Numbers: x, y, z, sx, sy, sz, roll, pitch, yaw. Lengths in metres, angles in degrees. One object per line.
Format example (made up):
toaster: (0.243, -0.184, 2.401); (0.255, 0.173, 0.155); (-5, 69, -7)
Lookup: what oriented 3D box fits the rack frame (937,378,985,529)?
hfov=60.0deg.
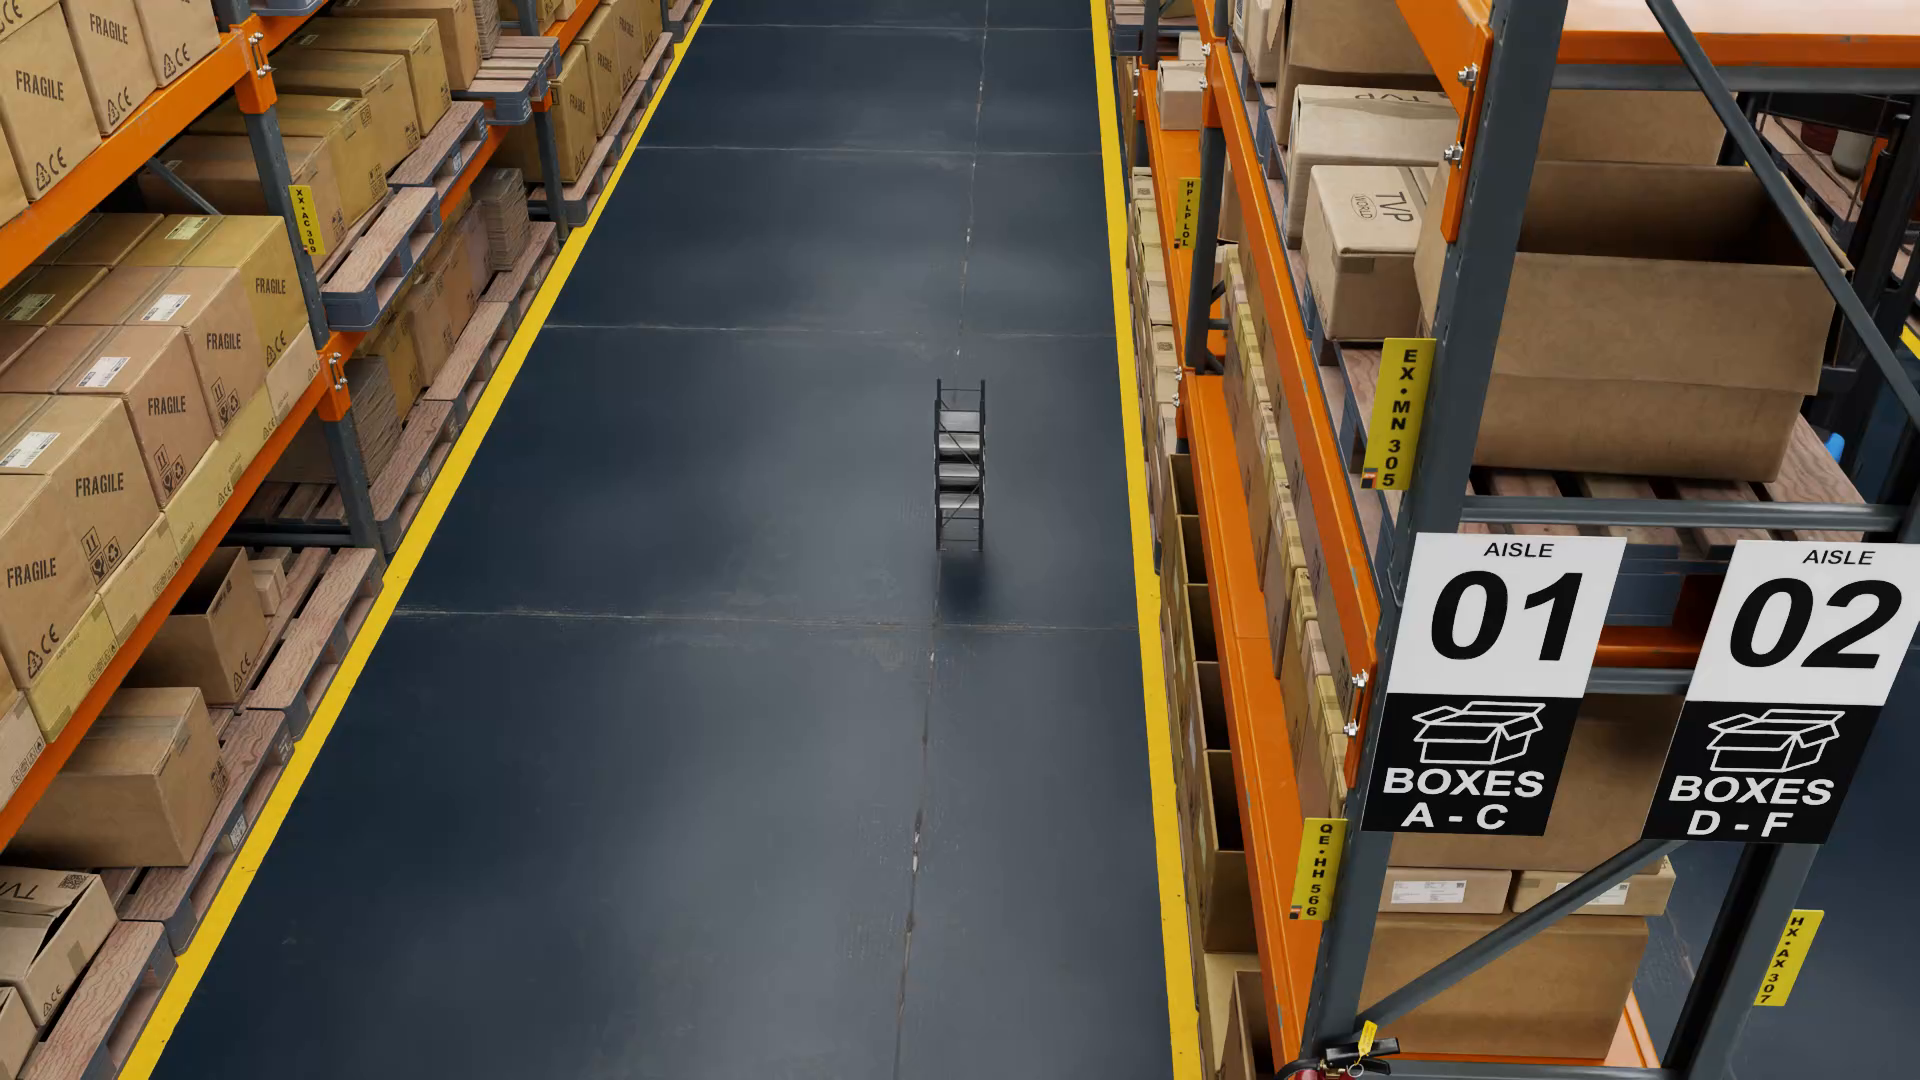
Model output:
rack frame: (0.004, -0.431, 8.527); (0.240, 0.900, 0.006); (1, 35, 2)

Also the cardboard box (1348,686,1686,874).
cardboard box: (1.395, 0.476, 4.194); (0.700, 0.500, 0.500); (1, 35, 2)

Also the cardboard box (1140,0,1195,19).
cardboard box: (1.596, -3.827, 11.080); (0.700, 0.500, 0.500); (-10, 36, -14)

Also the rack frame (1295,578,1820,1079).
rack frame: (1.362, 1.346, 4.171); (1.000, 3.000, 0.127); (1, 35, 2)

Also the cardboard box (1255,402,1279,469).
cardboard box: (1.270, -0.368, 5.959); (0.380, 0.149, 0.250); (0, 35, 1)

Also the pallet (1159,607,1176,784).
pallet: (1.449, 0.645, 7.594); (1.003, 0.211, 1.213); (1, 35, 2)

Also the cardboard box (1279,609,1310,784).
cardboard box: (1.435, 0.451, 5.359); (0.700, 0.500, 0.500); (2, 35, 2)

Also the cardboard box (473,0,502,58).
cardboard box: (-3.276, -3.313, 10.331); (0.700, 0.500, 0.500); (-3, 35, -4)

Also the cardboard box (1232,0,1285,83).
cardboard box: (1.217, -1.778, 5.599); (0.500, 0.311, 0.500); (0, 35, -1)

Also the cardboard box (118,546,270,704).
cardboard box: (-3.429, 0.376, 7.343); (0.500, 0.500, 0.500); (-1, 35, -2)

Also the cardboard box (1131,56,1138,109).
cardboard box: (1.484, -3.289, 11.906); (0.500, 0.250, 0.500); (3, 35, 4)

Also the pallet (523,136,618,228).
pallet: (-3.160, -2.672, 12.315); (1.003, 0.211, 1.213); (1, 35, 2)

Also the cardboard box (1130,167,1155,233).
cardboard box: (1.369, -2.232, 10.801); (0.500, 0.311, 0.500); (2, 35, 3)

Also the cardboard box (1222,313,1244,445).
cardboard box: (1.511, -0.738, 7.050); (0.700, 0.500, 0.500); (0, 35, 1)

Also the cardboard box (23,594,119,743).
cardboard box: (-3.218, 0.423, 5.598); (0.500, 0.250, 0.500); (1, 35, 1)

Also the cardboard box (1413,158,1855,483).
cardboard box: (1.389, -0.482, 3.588); (0.797, 0.503, 0.637); (4, 35, 5)

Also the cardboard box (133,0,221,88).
cardboard box: (-3.201, -2.043, 6.281); (0.500, 0.500, 0.500); (2, 35, 3)

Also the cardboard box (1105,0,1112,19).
cardboard box: (1.583, -5.039, 15.049); (0.500, 0.500, 0.500); (1, 35, 2)

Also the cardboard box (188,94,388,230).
cardboard box: (-3.343, -1.897, 8.317); (0.700, 0.500, 0.500); (5, 35, 7)

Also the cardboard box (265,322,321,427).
cardboard box: (-3.144, -0.732, 7.241); (0.500, 0.250, 0.500); (1, 35, 2)

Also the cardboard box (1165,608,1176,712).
cardboard box: (1.176, 0.548, 7.333); (0.500, 0.250, 0.500); (1, 35, 2)

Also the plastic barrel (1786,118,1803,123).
plastic barrel: (6.614, -3.544, 12.928); (0.421, 0.512, 0.421); (0, 35, 0)

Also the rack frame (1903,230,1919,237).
rack frame: (6.632, -3.133, 10.545); (1.000, 3.000, 0.127); (1, 35, 2)

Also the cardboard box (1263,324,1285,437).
cardboard box: (1.471, -0.690, 5.854); (0.700, 0.500, 0.500); (1, 35, 2)

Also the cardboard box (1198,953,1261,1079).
cardboard box: (1.096, 1.697, 5.698); (0.500, 0.250, 0.500); (1, 35, 2)

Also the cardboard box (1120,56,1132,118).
cardboard box: (1.522, -3.549, 12.928); (0.500, 0.500, 0.500); (0, 35, 0)

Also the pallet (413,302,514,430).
pallet: (-3.351, -1.073, 10.039); (1.003, 0.211, 1.213); (1, 35, 2)

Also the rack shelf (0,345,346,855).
rack shelf: (-3.508, 0.379, 6.173); (1.077, 0.370, 4.000); (1, 35, 2)

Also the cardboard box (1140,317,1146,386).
cardboard box: (1.314, -1.120, 9.707); (0.500, 0.250, 0.500); (2, 35, 3)

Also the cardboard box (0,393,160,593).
cardboard box: (-3.203, -0.164, 5.781); (0.500, 0.500, 0.500); (2, 35, 3)

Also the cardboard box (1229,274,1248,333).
cardboard box: (1.308, -0.964, 6.807); (0.380, 0.149, 0.250); (2, 35, 3)

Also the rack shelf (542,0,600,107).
rack shelf: (-3.186, -4.217, 12.713); (1.077, 0.370, 4.000); (1, 35, 2)

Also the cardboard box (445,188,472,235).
cardboard box: (-3.329, -2.085, 10.193); (0.500, 0.250, 0.500); (2, 35, 3)

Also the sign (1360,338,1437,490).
sign: (0.820, -0.231, 3.106); (0.100, 0.325, 0.005); (1, 35, 2)

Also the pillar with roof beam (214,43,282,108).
pillar with roof beam: (0.118, -4.990, 7.970); (9.100, 9.000, 0.400); (1, 35, 2)

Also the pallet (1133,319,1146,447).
pallet: (1.559, -0.938, 9.847); (1.003, 0.211, 1.213); (1, 35, 2)

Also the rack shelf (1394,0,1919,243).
rack shelf: (1.442, -1.799, 4.403); (1.077, 0.370, 4.000); (1, 35, 2)

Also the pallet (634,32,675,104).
pallet: (-3.062, -4.074, 14.309); (1.003, 0.211, 1.213); (1, 35, 2)

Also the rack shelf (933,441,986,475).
rack shelf: (0.000, -0.419, 8.411); (0.258, 0.077, 0.200); (1, 35, 2)

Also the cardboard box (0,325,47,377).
cardboard box: (-3.705, -0.469, 6.215); (0.500, 0.500, 0.500); (2, 35, 3)

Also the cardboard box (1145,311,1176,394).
cardboard box: (1.289, -1.053, 9.124); (0.500, 0.311, 0.500); (1, 35, 2)

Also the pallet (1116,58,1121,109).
pallet: (1.849, -3.939, 14.117); (1.003, 0.211, 1.213); (1, 35, 2)

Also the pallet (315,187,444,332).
pallet: (-3.251, -1.421, 8.276); (1.003, 0.211, 1.213); (1, 35, 2)

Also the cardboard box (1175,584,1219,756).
cardboard box: (1.151, 0.528, 6.709); (0.500, 0.500, 0.500); (1, 35, 2)

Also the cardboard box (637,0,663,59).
cardboard box: (-3.002, -4.576, 14.103); (0.750, 0.750, 0.750); (2, 35, 2)

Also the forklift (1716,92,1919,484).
forklift: (4.006, -1.294, 7.988); (1.130, 2.935, 3.031); (23, 41, 29)

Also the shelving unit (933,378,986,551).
shelving unit: (0.000, -0.373, 8.444); (0.258, 0.900, 0.210); (1, 35, 2)

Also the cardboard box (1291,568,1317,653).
cardboard box: (1.228, 0.223, 5.118); (0.380, 0.149, 0.250); (2, 35, 3)

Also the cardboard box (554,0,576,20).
cardboard box: (-2.908, -3.747, 11.619); (0.380, 0.149, 0.250); (2, 35, 3)

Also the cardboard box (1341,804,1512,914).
cardboard box: (1.187, 0.816, 4.275); (0.380, 0.149, 0.250); (1, 35, 1)

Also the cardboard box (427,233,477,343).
cardboard box: (-3.372, -1.525, 10.048); (0.700, 0.500, 0.500); (1, 35, 2)
